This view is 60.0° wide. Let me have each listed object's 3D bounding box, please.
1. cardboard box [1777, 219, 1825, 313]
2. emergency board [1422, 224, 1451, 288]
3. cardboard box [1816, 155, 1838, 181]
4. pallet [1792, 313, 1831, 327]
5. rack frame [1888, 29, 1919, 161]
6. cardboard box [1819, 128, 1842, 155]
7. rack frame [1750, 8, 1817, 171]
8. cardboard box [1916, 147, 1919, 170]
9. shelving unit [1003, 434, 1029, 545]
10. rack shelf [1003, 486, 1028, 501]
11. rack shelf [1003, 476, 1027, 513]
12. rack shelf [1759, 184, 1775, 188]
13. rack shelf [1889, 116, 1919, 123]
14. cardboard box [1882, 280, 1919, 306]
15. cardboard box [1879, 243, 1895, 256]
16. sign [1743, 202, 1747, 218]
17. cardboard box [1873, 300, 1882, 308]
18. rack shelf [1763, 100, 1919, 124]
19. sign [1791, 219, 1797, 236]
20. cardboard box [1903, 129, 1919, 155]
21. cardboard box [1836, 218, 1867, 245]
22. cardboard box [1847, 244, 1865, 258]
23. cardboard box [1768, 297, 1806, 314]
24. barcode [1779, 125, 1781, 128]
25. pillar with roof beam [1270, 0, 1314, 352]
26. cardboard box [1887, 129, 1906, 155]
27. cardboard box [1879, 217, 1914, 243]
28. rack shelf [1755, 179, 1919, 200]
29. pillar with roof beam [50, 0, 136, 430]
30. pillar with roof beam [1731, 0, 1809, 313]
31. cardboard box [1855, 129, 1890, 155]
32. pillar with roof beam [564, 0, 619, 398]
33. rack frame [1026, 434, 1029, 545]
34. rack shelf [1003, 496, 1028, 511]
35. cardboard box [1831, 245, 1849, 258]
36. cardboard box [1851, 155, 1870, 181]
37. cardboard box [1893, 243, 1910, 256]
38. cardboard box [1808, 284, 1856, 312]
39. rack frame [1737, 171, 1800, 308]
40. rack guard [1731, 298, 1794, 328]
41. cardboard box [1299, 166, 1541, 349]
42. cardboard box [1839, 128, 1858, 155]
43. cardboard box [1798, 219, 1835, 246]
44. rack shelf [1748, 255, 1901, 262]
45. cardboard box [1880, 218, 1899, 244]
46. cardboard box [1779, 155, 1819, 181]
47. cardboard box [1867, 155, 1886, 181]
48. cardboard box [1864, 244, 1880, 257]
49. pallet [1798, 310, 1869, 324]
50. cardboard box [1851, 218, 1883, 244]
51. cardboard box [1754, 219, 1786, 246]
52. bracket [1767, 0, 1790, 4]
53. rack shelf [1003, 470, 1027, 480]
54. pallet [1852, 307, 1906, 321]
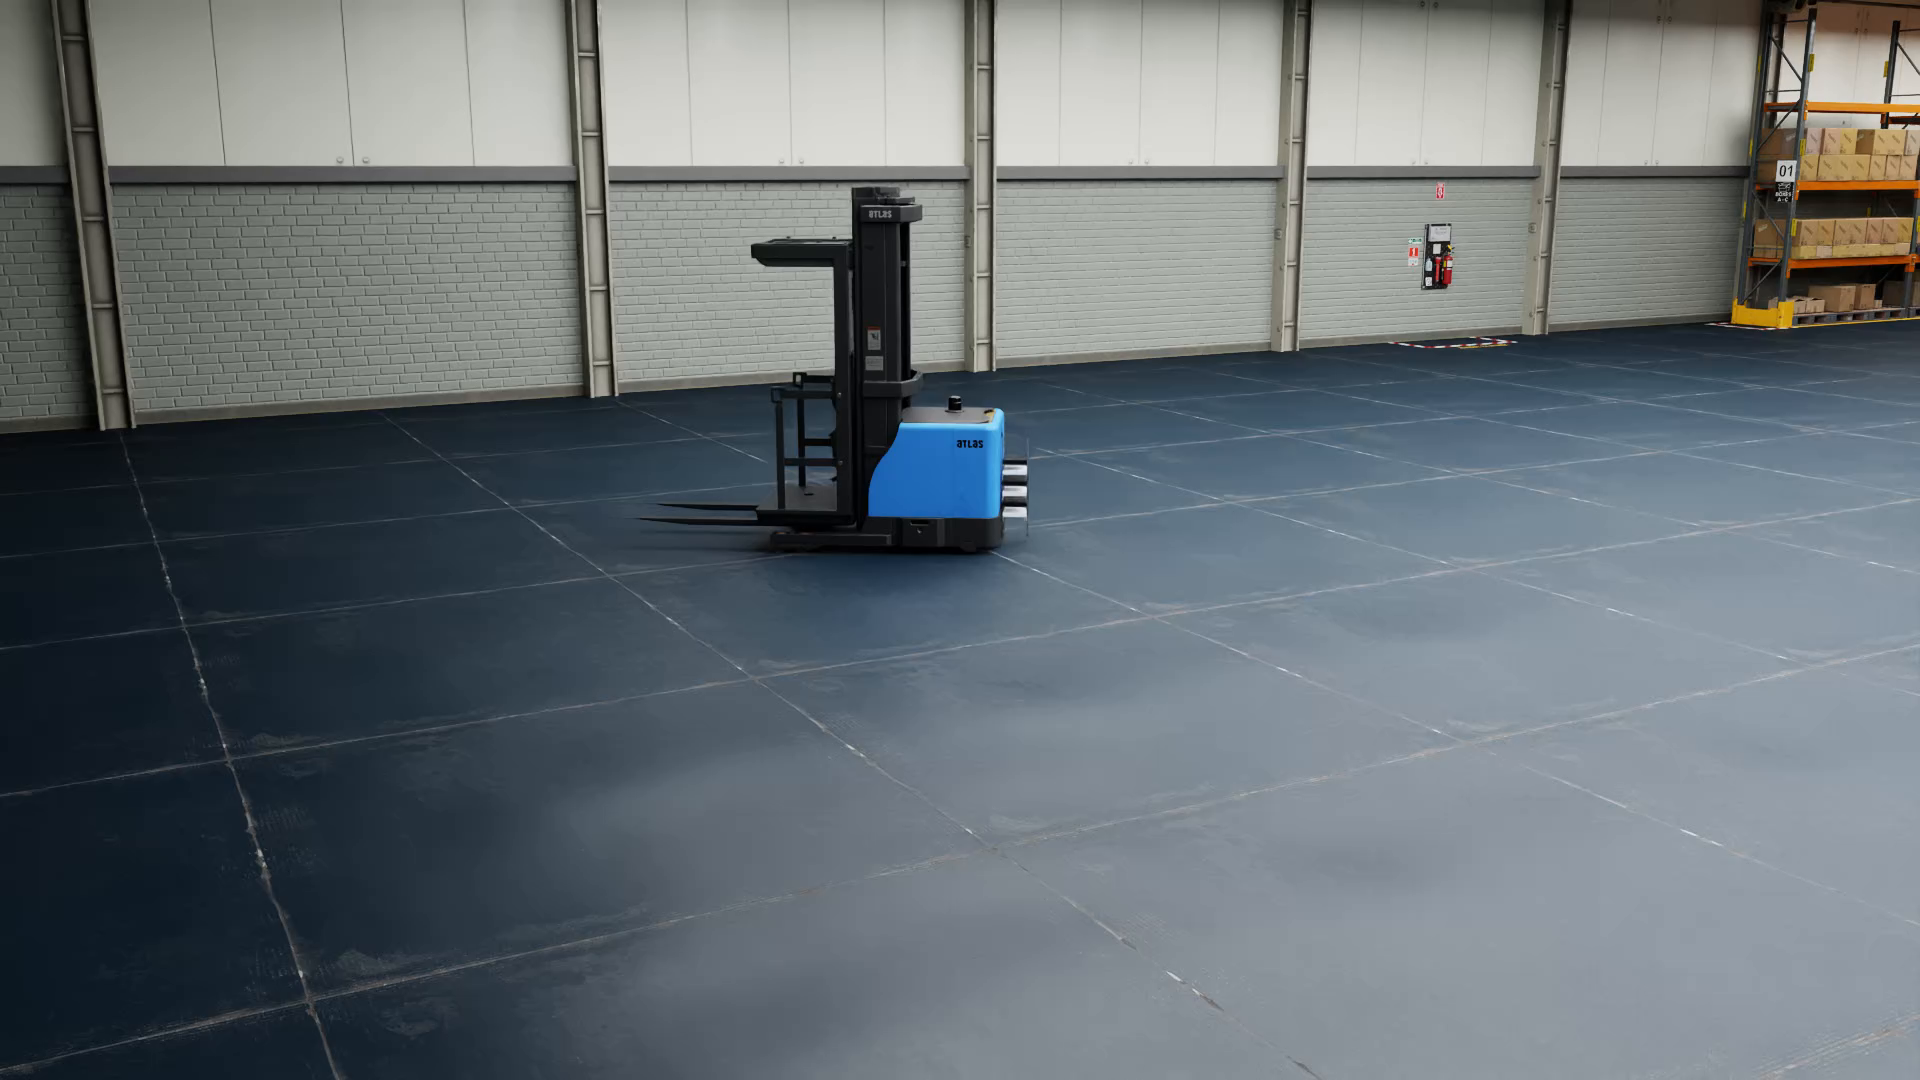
[{"bbox_3d":[16.760,-5.445,33.112,1.284,1.840,0.795,-6,14,-23],"label":"cardboard box"},{"bbox_3d":[8.627,-5.103,29.951,0.585,1.158,0.155,-7,14,-28],"label":"emergency board"},{"bbox_3d":[16.810,-7.304,32.626,0.500,0.500,0.500,-6,14,-24],"label":"cardboard box"},{"bbox_3d":[16.705,-4.472,33.497,1.213,0.211,1.003,-7,14,-28],"label":"pallet"},{"bbox_3d":[19.421,-9.092,34.014,0.053,2.616,0.949,-7,14,-28],"label":"rack frame"},{"bbox_3d":[16.828,-7.792,32.517,0.500,0.500,0.500,-7,14,-29],"label":"cardboard box"},{"bbox_3d":[15.909,-8.672,32.147,0.127,3.000,1.000,-7,14,-28],"label":"rack frame"},{"bbox_3d":[19.938,-7.925,34.477,0.500,0.500,0.500,-5,13,-20],"label":"cardboard box"},{"bbox_3d":[0.466,-0.425,13.949,0.208,0.900,0.258,1,13,4],"label":"shelving unit"},{"bbox_3d":[0.465,-0.393,13.956,0.200,0.077,0.258,1,13,4],"label":"rack shelf"},{"bbox_3d":[0.465,-0.376,13.960,0.190,0.281,0.221,1,13,4],"label":"rack shelf"},{"bbox_3d":[17.664,-7.138,33.475,3.687,0.071,0.831,-7,14,-28],"label":"rack shelf"},{"bbox_3d":[21.175,-8.853,35.054,3.809,0.124,0.919,-7,14,-28],"label":"rack shelf"},{"bbox_3d":[20.058,-5.242,35.260,0.500,0.500,0.700,-6,14,-26],"label":"cardboard box"},{"bbox_3d":[18.708,-5.944,33.983,0.500,0.250,0.500,-7,14,-28],"label":"cardboard box"},{"bbox_3d":[25.773,-5.995,26.807,11.725,1.973,20.841,-7,14,-28],"label":"sign"},{"bbox_3d":[18.964,-4.936,34.663,0.250,0.166,0.380,-9,16,-35],"label":"cardboard box"},{"bbox_3d":[17.664,-8.530,33.162,4.000,0.370,1.077,-7,14,-28],"label":"rack shelf"},{"bbox_3d":[16.169,-6.063,32.247,0.005,0.325,0.100,-7,14,-28],"label":"sign"},{"bbox_3d":[19.110,-8.071,33.757,0.550,0.500,0.550,-7,14,-27],"label":"cardboard box"},{"bbox_3d":[17.814,-6.200,33.414,0.500,0.500,0.500,-6,14,-26],"label":"cardboard box"},{"bbox_3d":[17.833,-5.835,33.499,0.500,0.250,0.500,-7,14,-27],"label":"cardboard box"},{"bbox_3d":[16.559,-4.704,33.299,0.500,0.311,0.500,-9,15,-34],"label":"cardboard box"},{"bbox_3d":[16.292,-8.209,33.050,0.075,0.075,0.001,-7,14,-28],"label":"barcode"},{"bbox_3d":[7.638,-6.820,23.919,0.400,9.000,9.100,-7,14,-28],"label":"pillar with roof beam"},{"bbox_3d":[25.642,-5.667,26.837,7.127,2.151,19.182,-6,14,-25],"label":"cardboard box"},{"bbox_3d":[19.153,-6.359,34.122,0.500,0.500,0.500,-7,14,-28],"label":"cardboard box"},{"bbox_3d":[17.664,-7.068,33.491,4.000,0.370,1.077,-7,14,-28],"label":"rack shelf"},{"bbox_3d":[-8.161,-4.927,15.505,0.400,9.000,9.100,-7,14,-28],"label":"pillar with roof beam"},{"bbox_3d":[18.171,-8.083,29.529,0.548,9.000,9.100,-7,14,-28],"label":"pillar with roof beam"},{"bbox_3d":[18.180,-7.954,33.239,0.500,0.500,0.500,-7,15,-30],"label":"cardboard box"},{"bbox_3d":[-2.894,-5.558,18.310,0.400,9.000,9.100,-7,14,-28],"label":"pillar with roof beam"},{"bbox_3d":[0.566,-0.423,13.941,0.006,0.900,0.240,1,13,4],"label":"rack frame"},{"bbox_3d":[0.465,-0.305,13.976,0.200,0.077,0.258,1,13,4],"label":"rack shelf"},{"bbox_3d":[17.388,-5.782,33.265,0.500,0.250,0.500,-7,15,-29],"label":"cardboard box"},{"bbox_3d":[17.724,-7.420,33.141,0.500,0.500,0.500,-6,14,-24],"label":"cardboard box"},{"bbox_3d":[19.149,-5.994,34.209,0.500,0.250,0.500,-7,14,-28],"label":"cardboard box"},{"bbox_3d":[17.727,-4.923,33.845,0.500,0.500,0.700,-8,15,-31],"label":"cardboard box"},{"bbox_3d":[15.909,-5.745,32.806,0.127,3.000,1.000,-7,14,-28],"label":"rack frame"},{"bbox_3d":[15.975,-4.534,33.116,0.348,0.500,1.175,-7,14,-28],"label":"rack guard"},{"bbox_3d":[17.589,-3.166,20.555,14.073,3.347,25.570,-7,14,-27],"label":"cardboard box"},{"bbox_3d":[17.272,-7.848,32.766,0.500,0.500,0.500,-6,14,-26],"label":"cardboard box"},{"bbox_3d":[16.910,-6.090,32.926,0.500,0.500,0.500,-7,14,-28],"label":"cardboard box"},{"bbox_3d":[17.664,-5.735,33.791,3.809,0.052,0.919,-7,14,-28],"label":"rack shelf"},{"bbox_3d":[18.717,-6.306,33.884,0.500,0.500,0.500,-7,14,-28],"label":"cardboard box"},{"bbox_3d":[16.322,-7.254,32.406,0.500,0.500,0.500,-6,14,-26],"label":"cardboard box"},{"bbox_3d":[18.176,-7.471,33.369,0.500,0.500,0.500,-7,15,-30],"label":"cardboard box"},{"bbox_3d":[18.274,-5.888,33.735,0.500,0.250,0.500,-7,14,-28],"label":"cardboard box"},{"bbox_3d":[17.775,-4.599,34.064,1.213,0.211,1.003,-7,14,-28],"label":"pallet"},{"bbox_3d":[18.270,-6.255,33.658,0.500,0.500,0.500,-7,15,-29],"label":"cardboard box"},{"bbox_3d":[16.220,-6.138,33.140,0.500,0.500,0.500,-7,14,-28],"label":"cardboard box"},{"bbox_3d":[15.914,-10.556,32.322,0.430,0.232,0.235,-7,14,-28],"label":"bracket"},{"bbox_3d":[0.465,-0.568,13.917,0.200,0.077,0.258,1,13,4],"label":"rack shelf"},{"bbox_3d":[18.847,-4.728,34.638,1.213,0.211,1.003,-7,14,-28],"label":"pallet"}]
